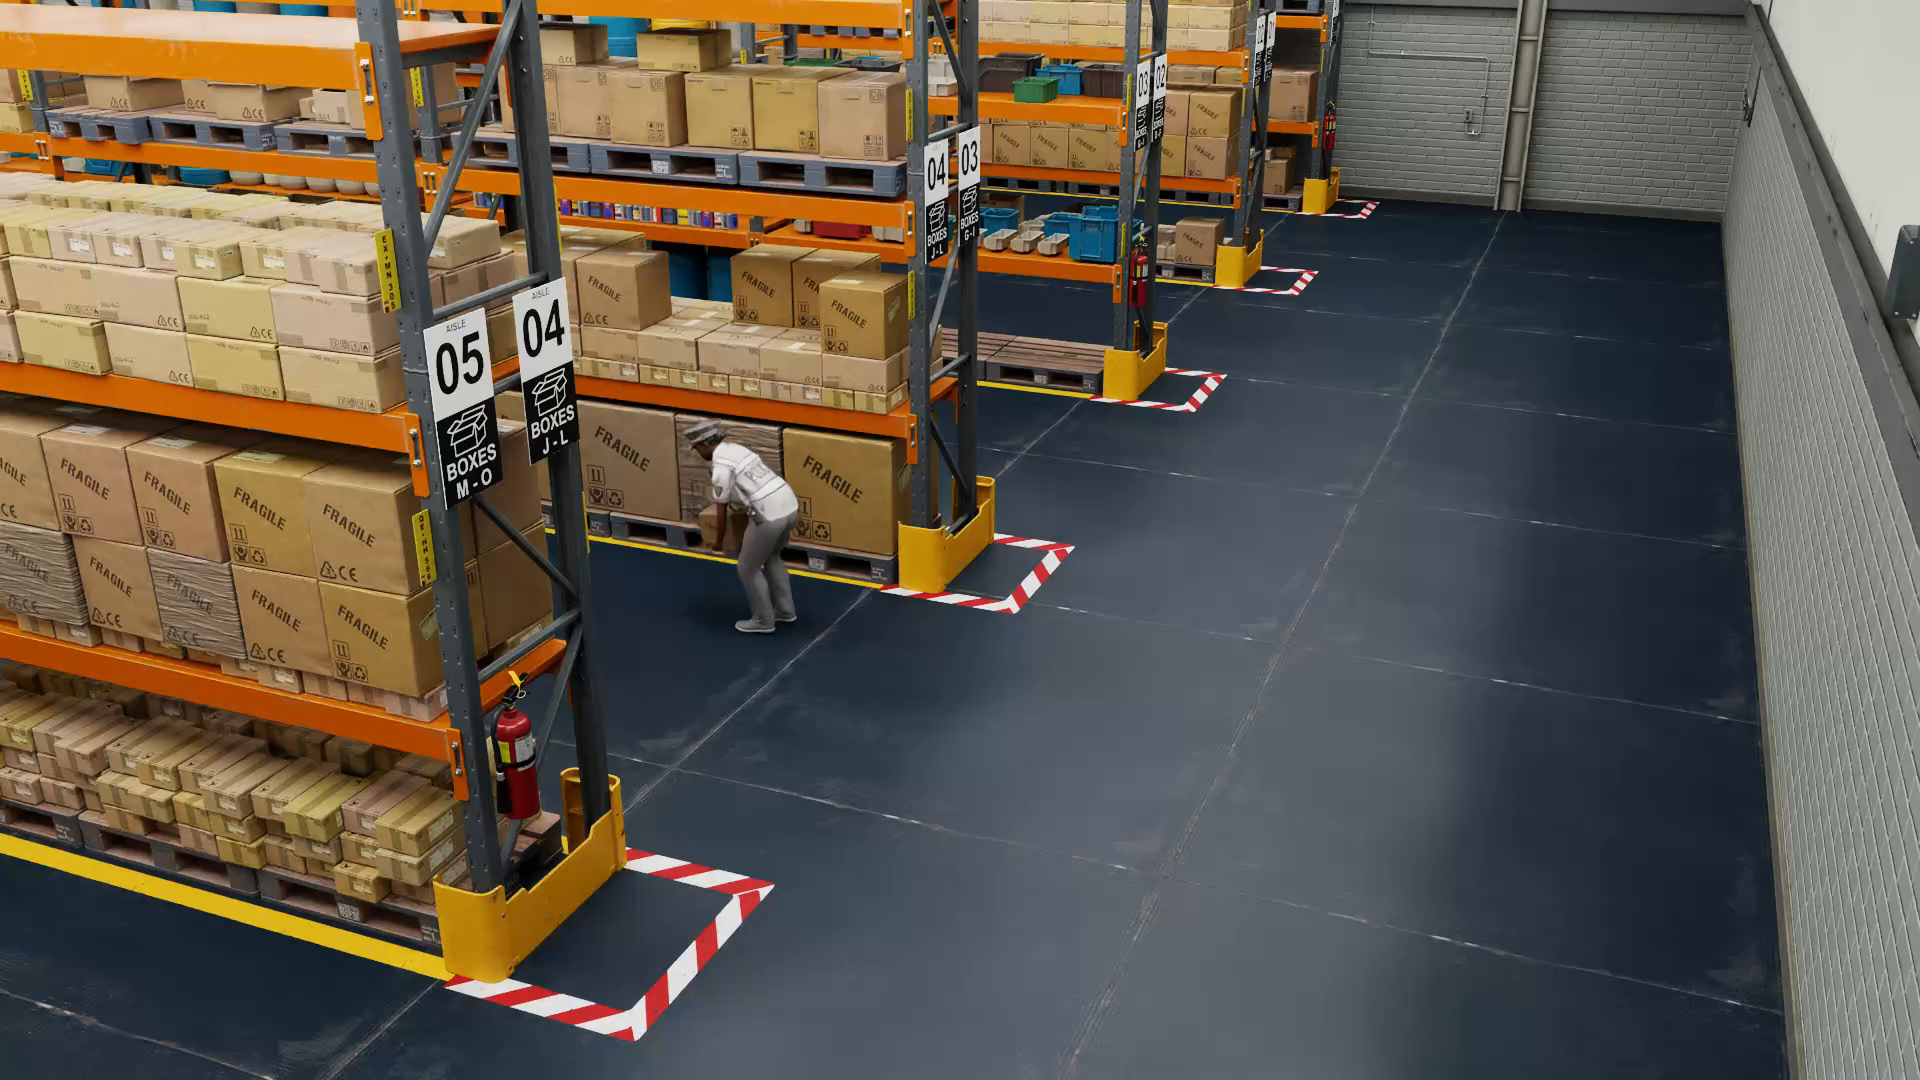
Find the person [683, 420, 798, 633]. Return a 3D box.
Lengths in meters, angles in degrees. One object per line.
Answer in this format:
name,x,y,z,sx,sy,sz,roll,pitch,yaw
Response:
person,-1.489,-0.092,11.398,0.779,1.466,0.411,8,24,19
